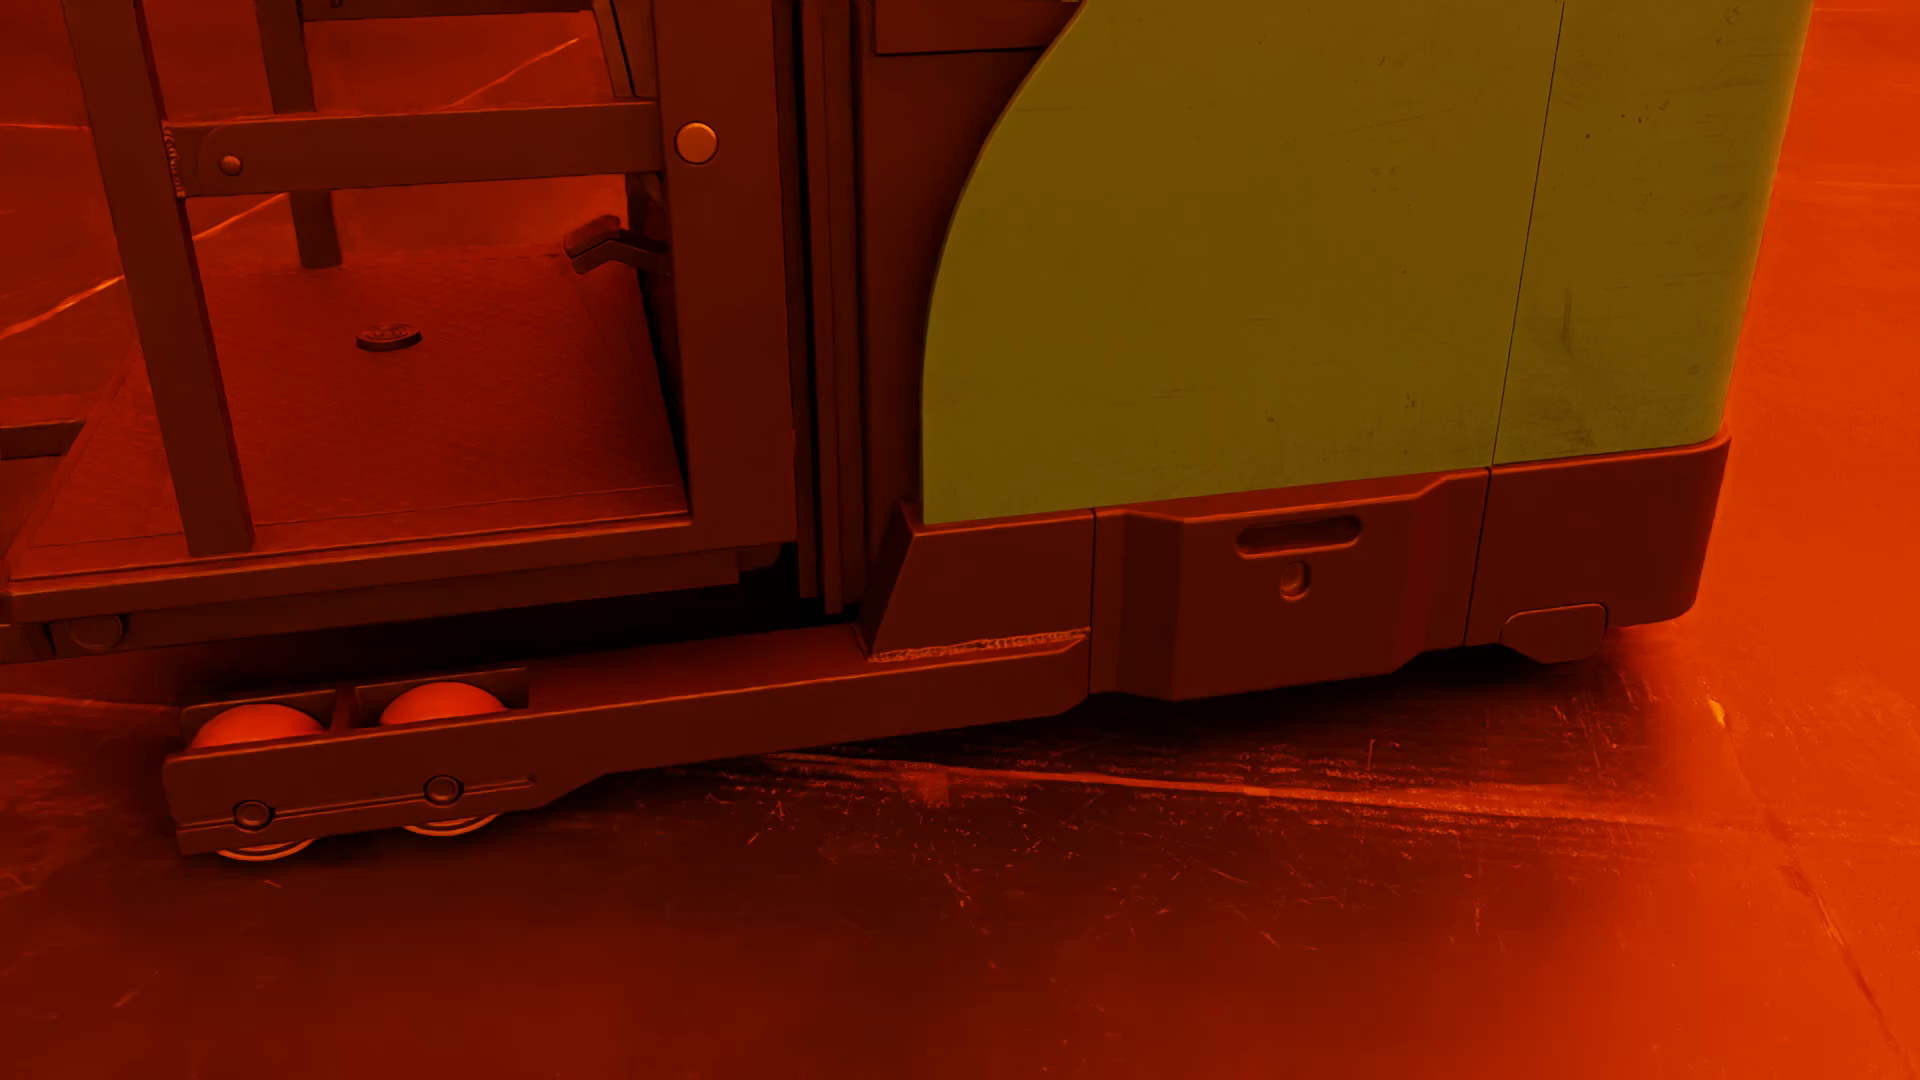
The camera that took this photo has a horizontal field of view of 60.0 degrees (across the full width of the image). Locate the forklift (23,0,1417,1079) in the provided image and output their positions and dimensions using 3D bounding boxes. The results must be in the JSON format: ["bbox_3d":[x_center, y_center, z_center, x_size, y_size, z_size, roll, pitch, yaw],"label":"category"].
[{"bbox_3d":[-0.140,-1.016,1.253,1.130,2.935,3.031,6,27,13],"label":"forklift"}]
